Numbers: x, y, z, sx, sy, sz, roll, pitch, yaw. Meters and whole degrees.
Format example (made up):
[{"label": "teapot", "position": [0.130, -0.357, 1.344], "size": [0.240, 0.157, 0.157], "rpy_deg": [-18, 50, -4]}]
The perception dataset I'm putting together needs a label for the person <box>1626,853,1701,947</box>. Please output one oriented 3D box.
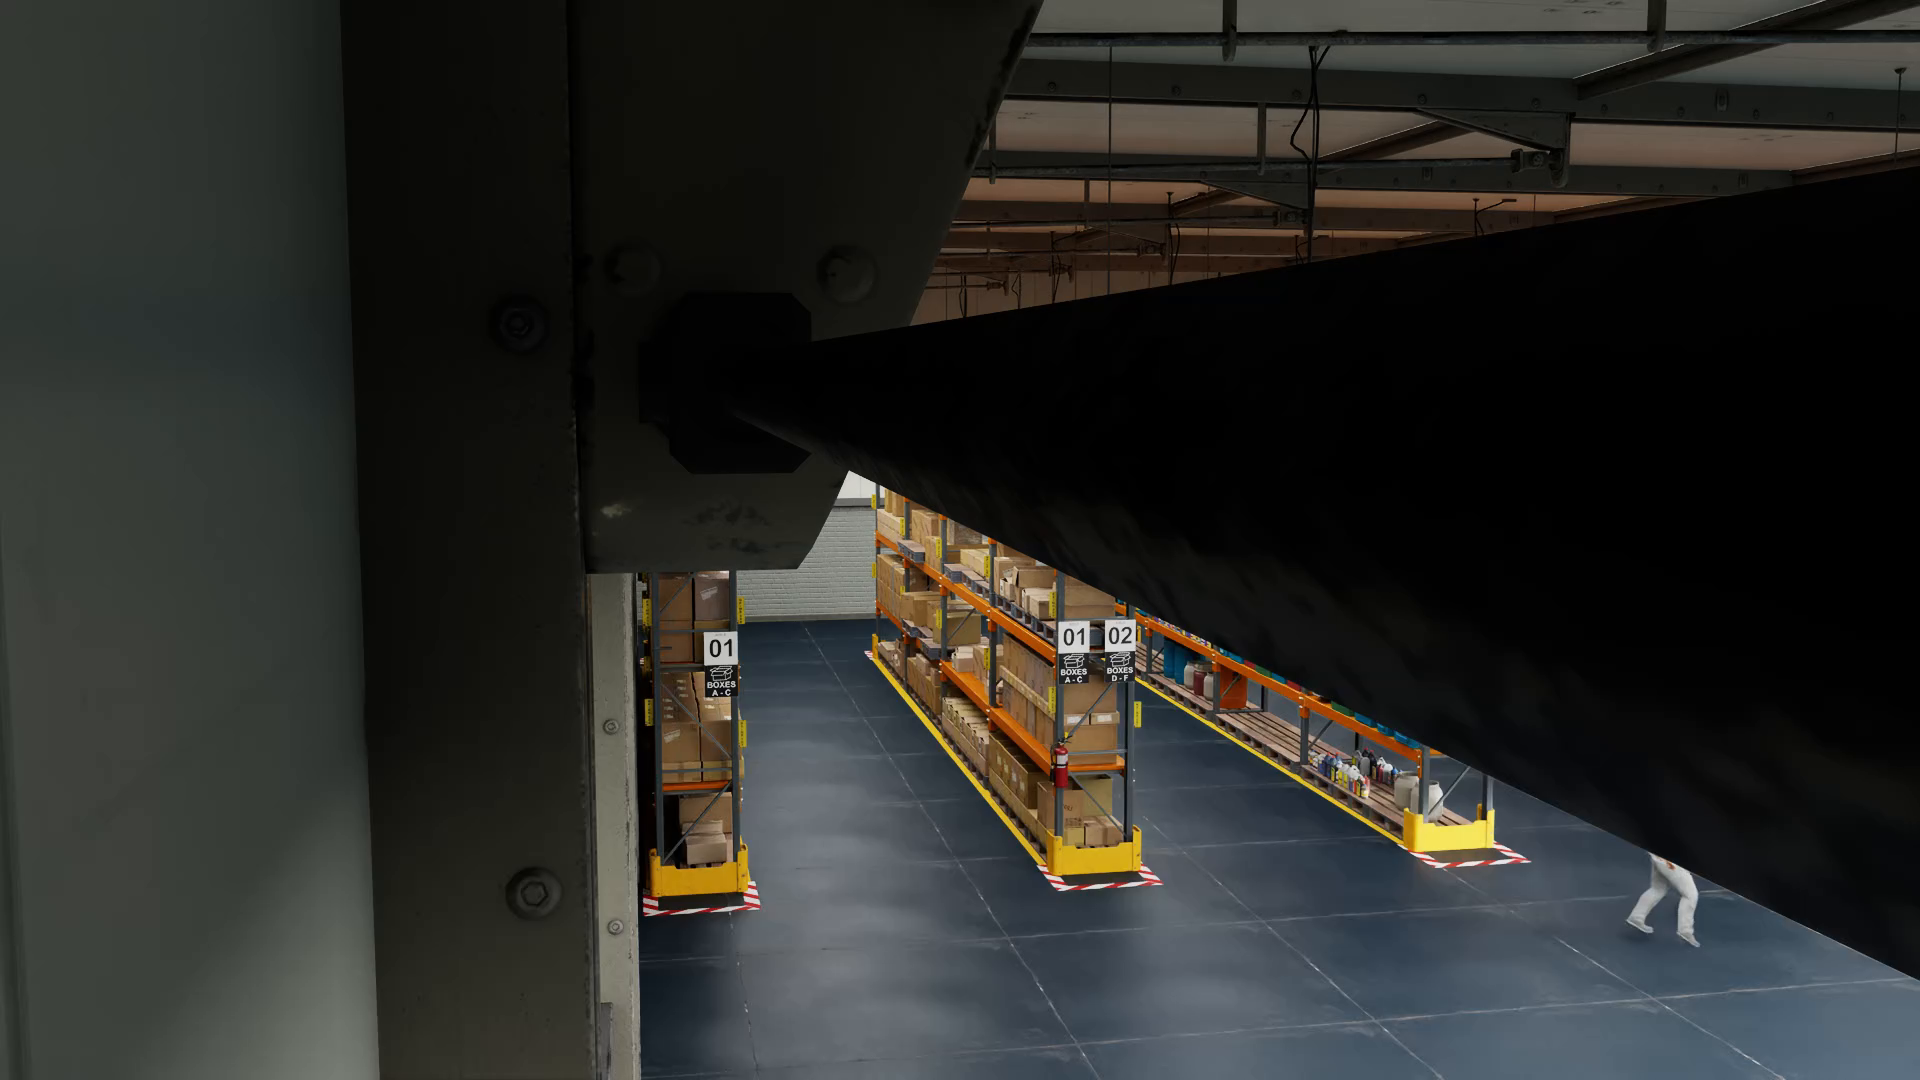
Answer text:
[{"label": "person", "position": [7.823, 3.621, 18.395], "size": [0.767, 1.728, 0.580], "rpy_deg": [1, 6, 10]}]
